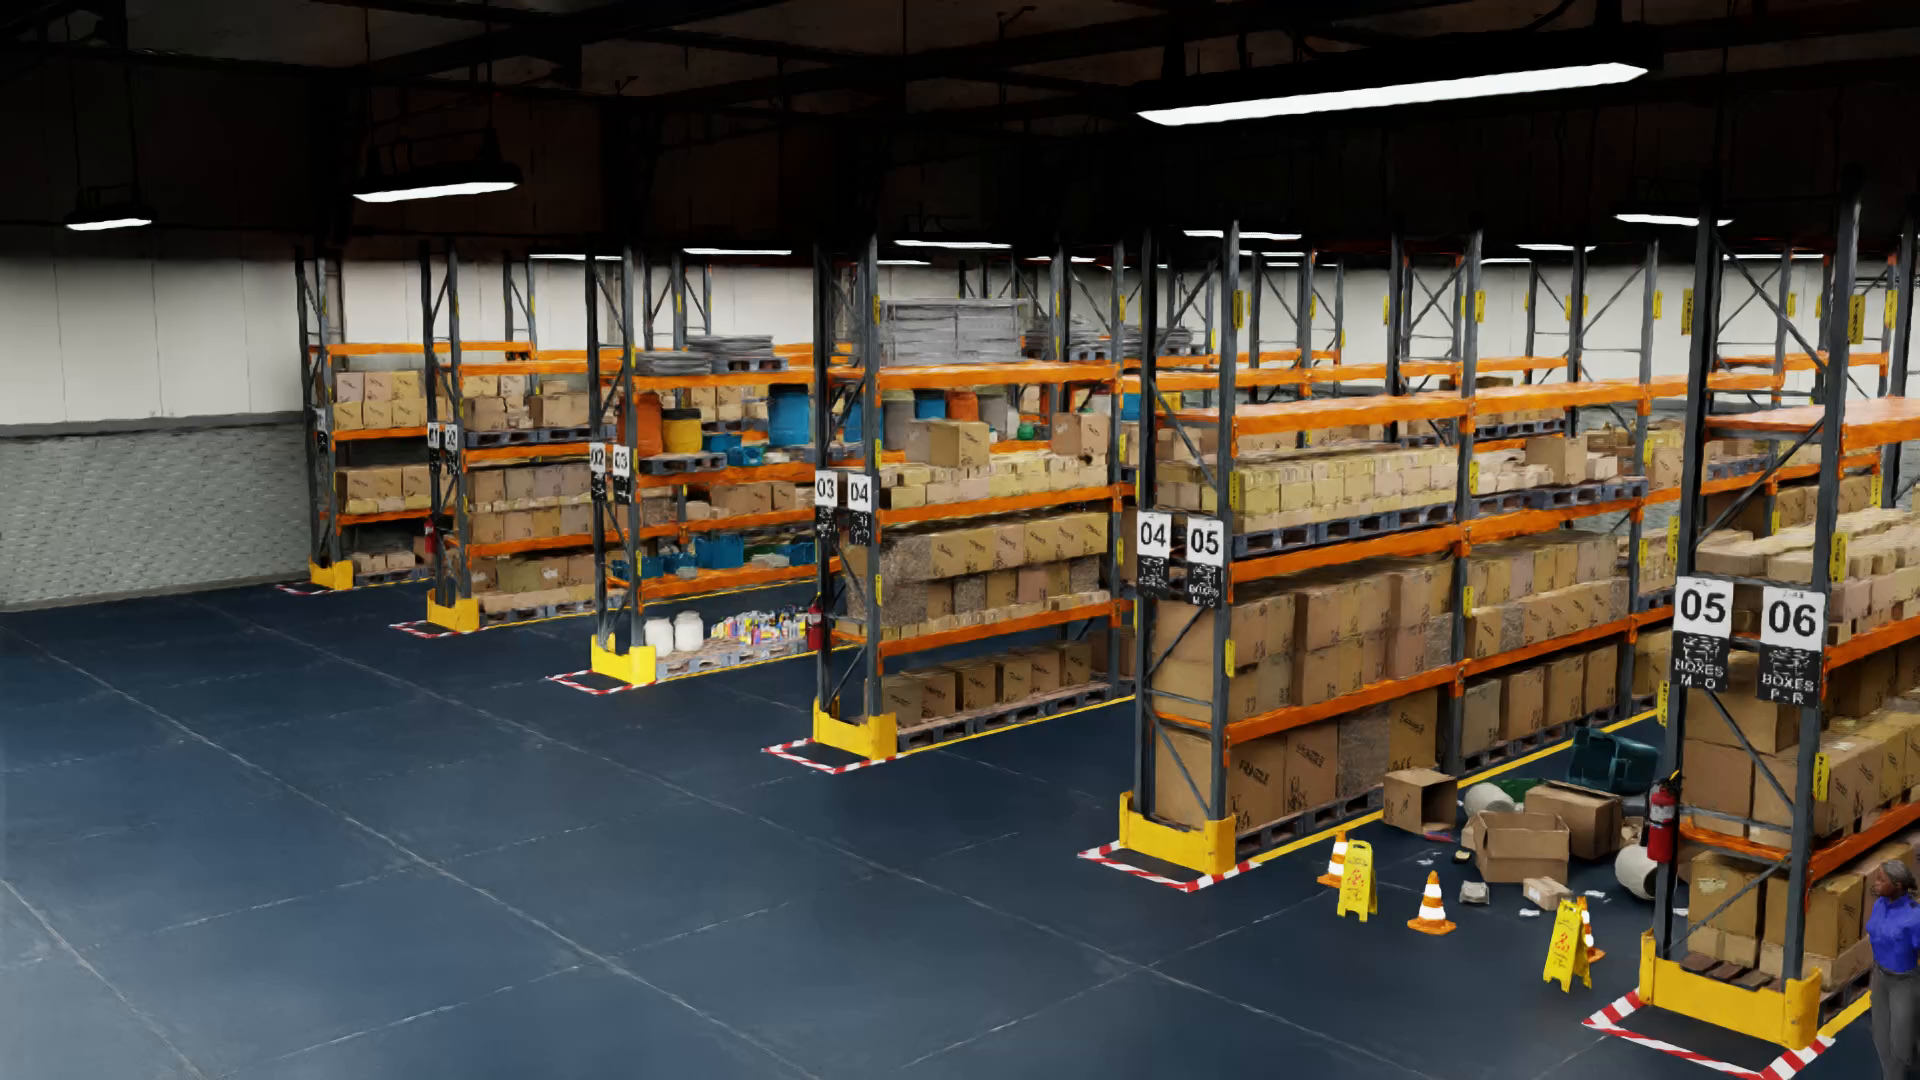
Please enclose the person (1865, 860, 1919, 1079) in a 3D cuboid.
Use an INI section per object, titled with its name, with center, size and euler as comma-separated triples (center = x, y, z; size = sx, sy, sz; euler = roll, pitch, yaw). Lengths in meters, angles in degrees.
[person]
center = 6.026, 2.832, 10.515
size = 0.514, 1.648, 0.522
euler = -1, 8, -7
